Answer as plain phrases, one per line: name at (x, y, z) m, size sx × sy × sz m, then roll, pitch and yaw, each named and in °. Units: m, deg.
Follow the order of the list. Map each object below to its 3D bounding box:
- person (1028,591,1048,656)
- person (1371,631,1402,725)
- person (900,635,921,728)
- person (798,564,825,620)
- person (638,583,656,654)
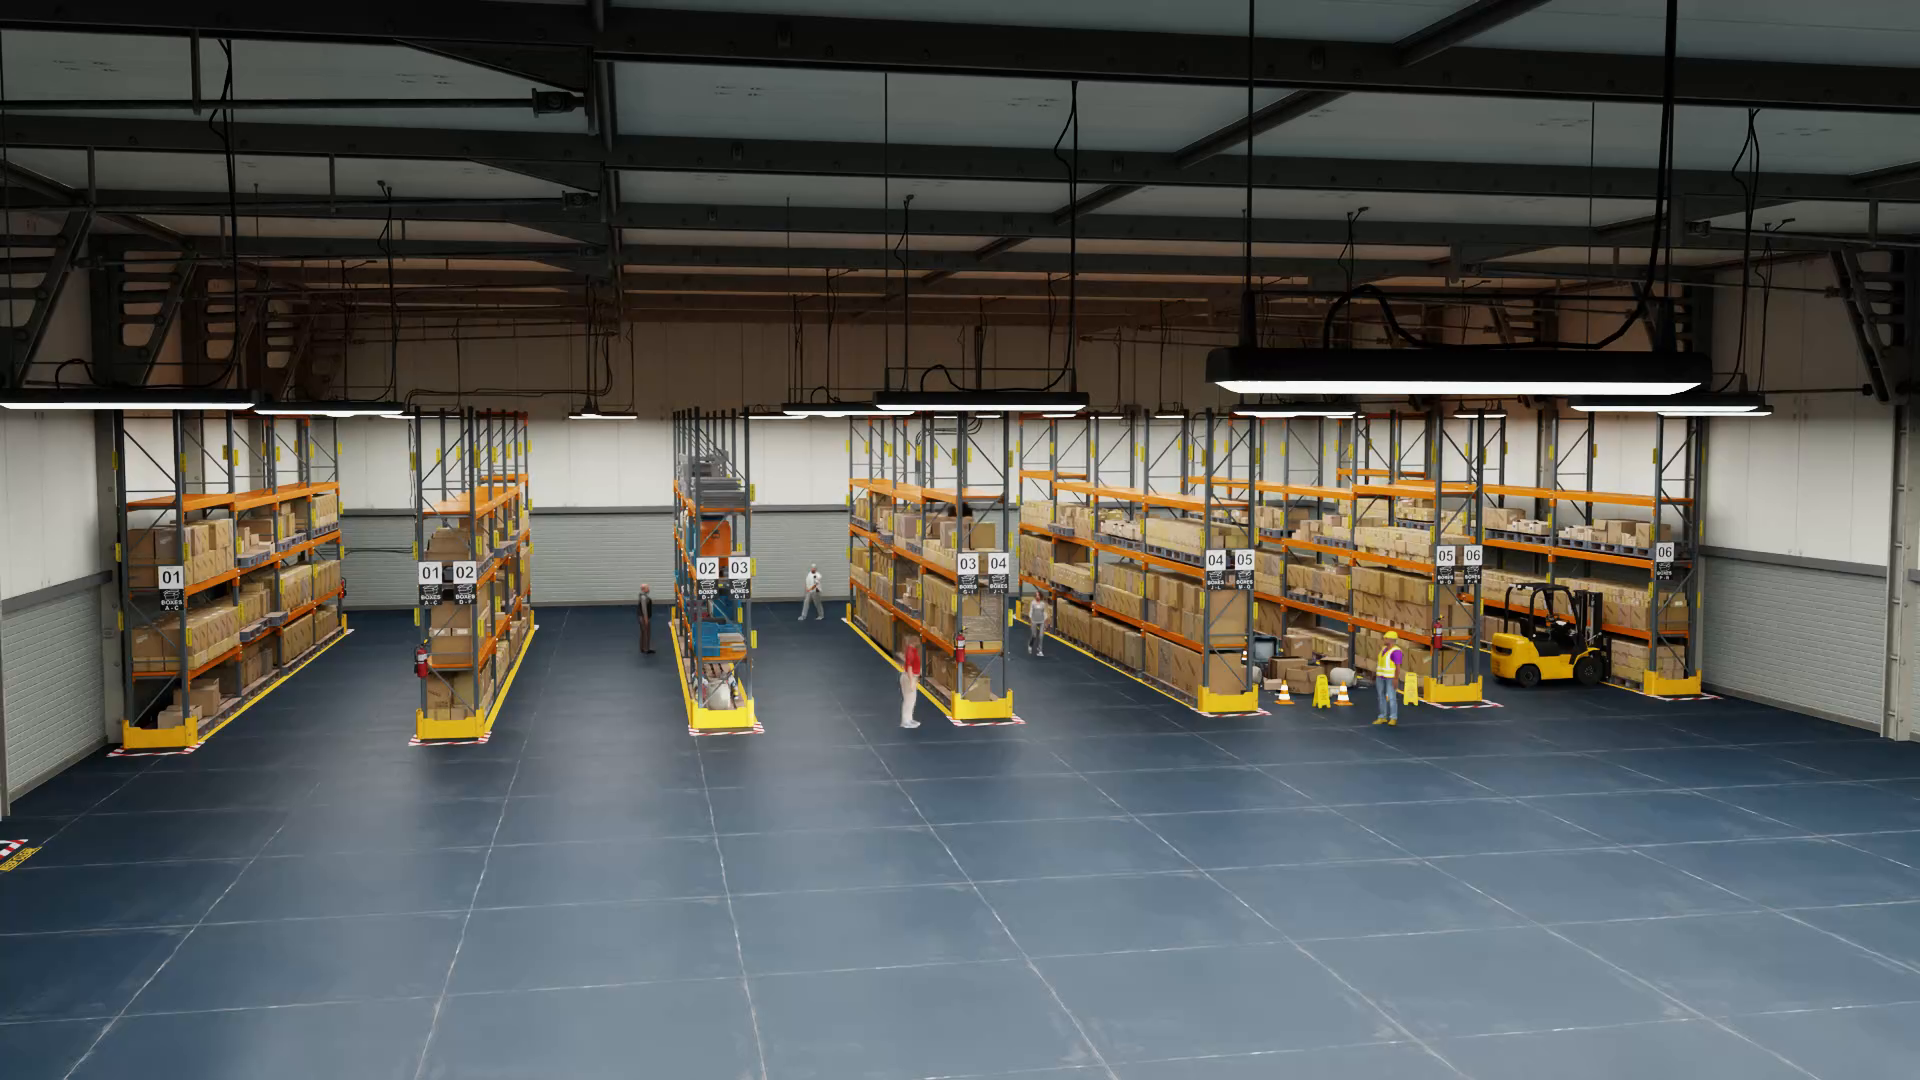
person at (1.896, 2.039, 40.587) m, size 0.428 × 1.581 × 0.479 m, roll -1°, pitch 4°, yaw -16°
person at (8.076, 2.611, 31.463) m, size 0.393 × 1.795 × 0.665 m, roll -3°, pitch 5°, yaw -38°
person at (-0.933, 2.700, 31.207) m, size 0.392 × 1.634 × 0.569 m, roll 0°, pitch 4°, yaw -1°
person at (-4.304, 1.493, 47.902) m, size 0.874 × 1.627 × 0.638 m, roll -3°, pitch 5°, yaw -37°
person at (-7.738, 1.933, 41.056) m, size 0.424 × 1.719 × 0.591 m, roll -1°, pitch 4°, yaw -15°
